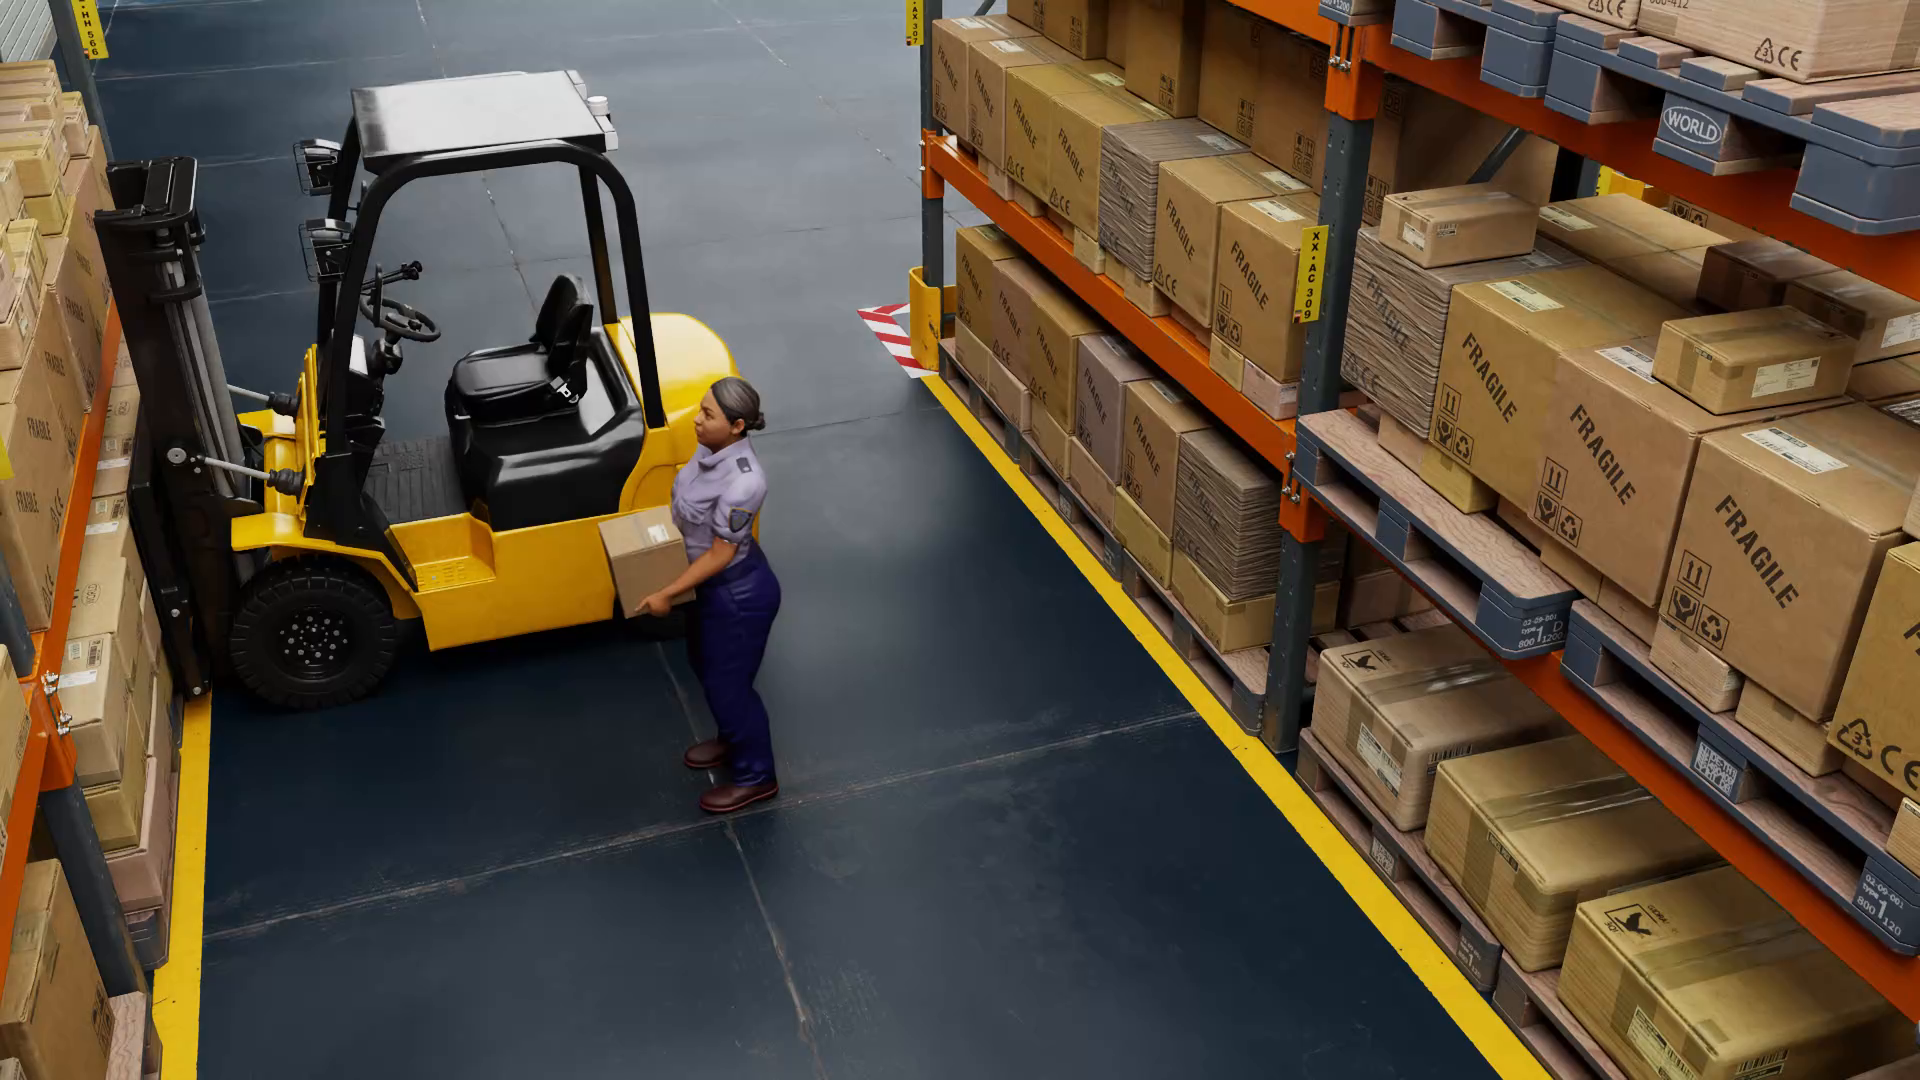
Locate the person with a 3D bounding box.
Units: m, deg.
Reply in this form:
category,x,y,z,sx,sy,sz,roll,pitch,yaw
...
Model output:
category,x,y,z,sx,sy,sz,roll,pitch,yaw
person,-0.894,0.198,5.812,0.516,1.634,0.452,-10,32,-17
